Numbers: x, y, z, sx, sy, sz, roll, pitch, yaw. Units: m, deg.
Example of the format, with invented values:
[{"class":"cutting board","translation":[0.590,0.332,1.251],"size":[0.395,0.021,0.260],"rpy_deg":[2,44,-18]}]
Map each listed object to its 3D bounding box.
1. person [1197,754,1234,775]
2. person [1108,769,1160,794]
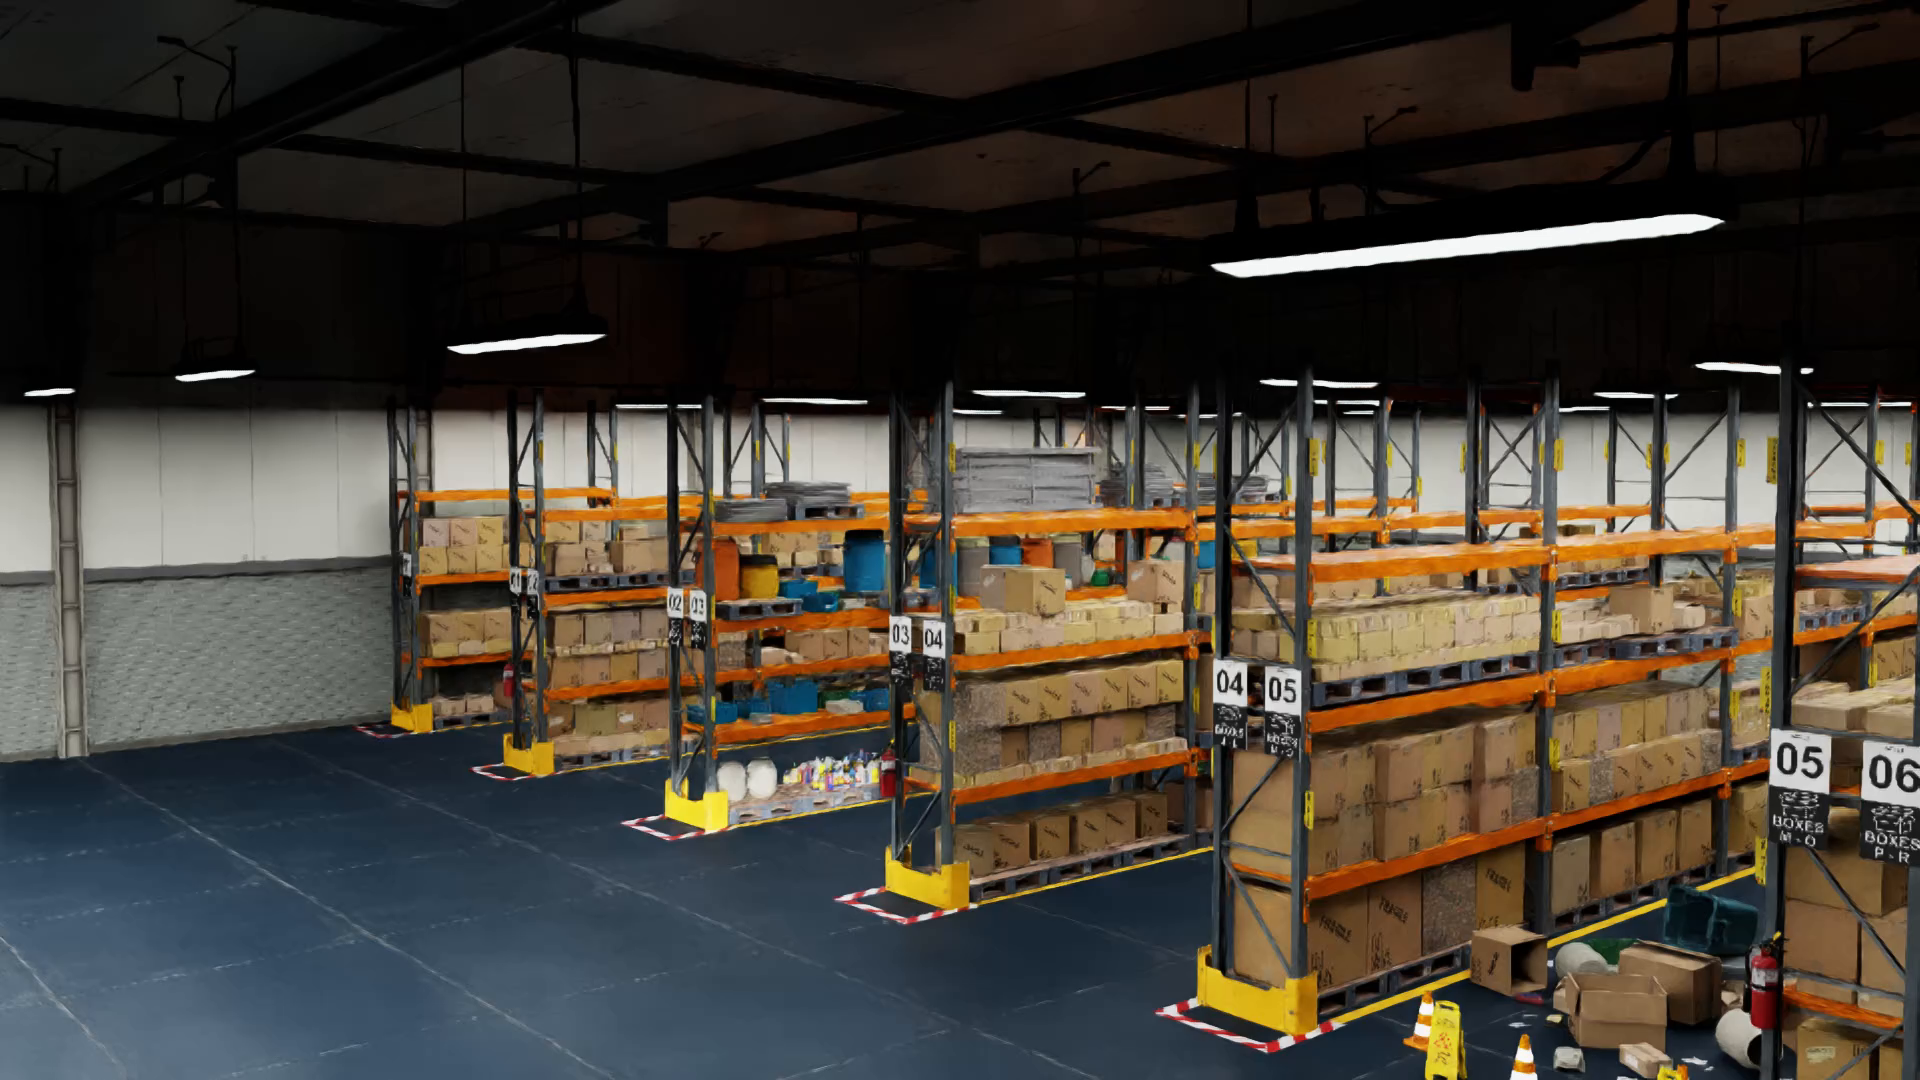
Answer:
[{"class":"person","translation":[3.938,2.802,25.592],"size":[1.045,1.736,0.565],"rpy_deg":[-3,4,-41]},{"class":"person","translation":[2.367,2.970,23.063],"size":[1.020,1.655,0.535],"rpy_deg":[-2,4,-31]}]
